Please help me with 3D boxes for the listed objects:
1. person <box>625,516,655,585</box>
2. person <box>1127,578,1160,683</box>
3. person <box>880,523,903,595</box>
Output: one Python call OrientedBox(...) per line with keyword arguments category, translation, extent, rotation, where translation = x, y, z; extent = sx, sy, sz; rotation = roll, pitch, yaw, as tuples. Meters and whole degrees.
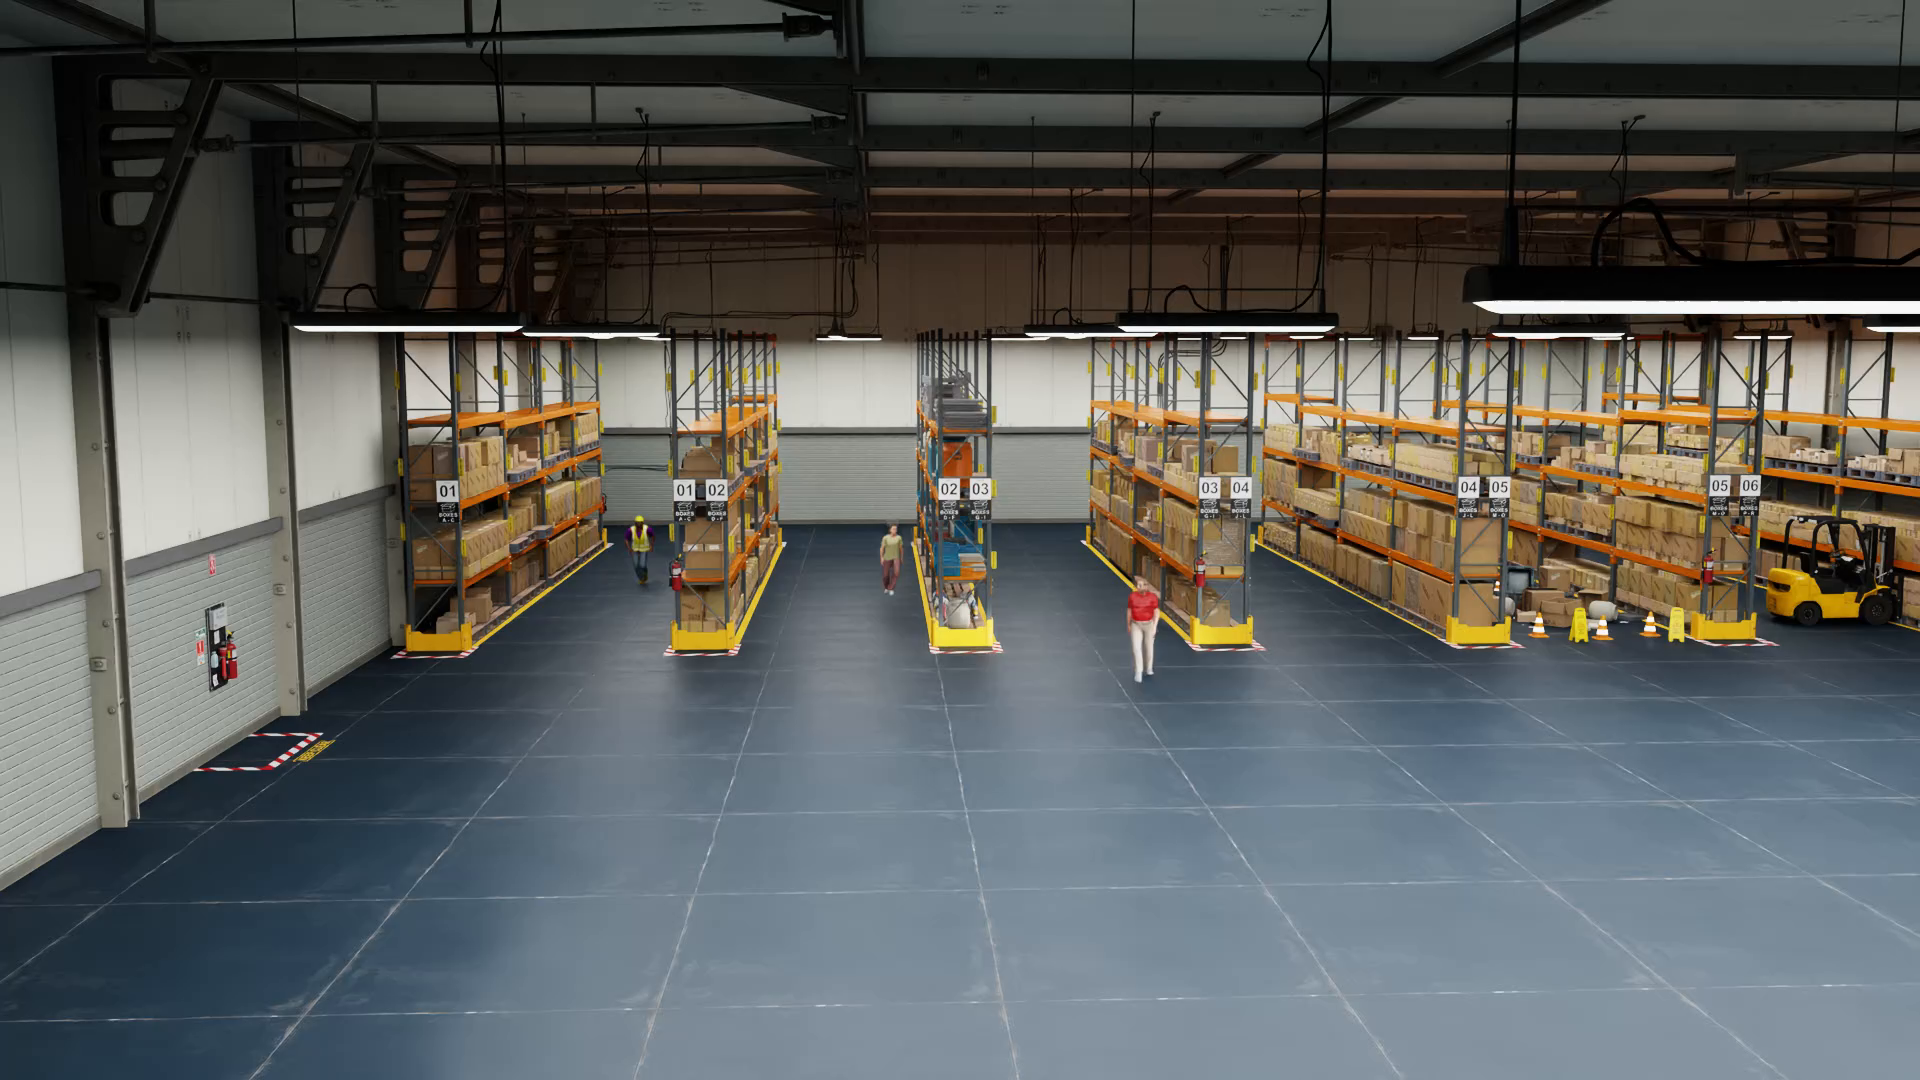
OrientedBox(category="person", translation=(-7.610, 0.244, 39.515), extent=(0.671, 1.673, 0.631), rotation=(0, 7, 3))
OrientedBox(category="person", translation=(3.138, 1.524, 28.531), extent=(0.561, 1.742, 0.820), rotation=(1, 7, 10))
OrientedBox(category="person", translation=(-1.495, 0.416, 36.551), extent=(0.524, 1.591, 0.760), rotation=(-1, 7, -9))
